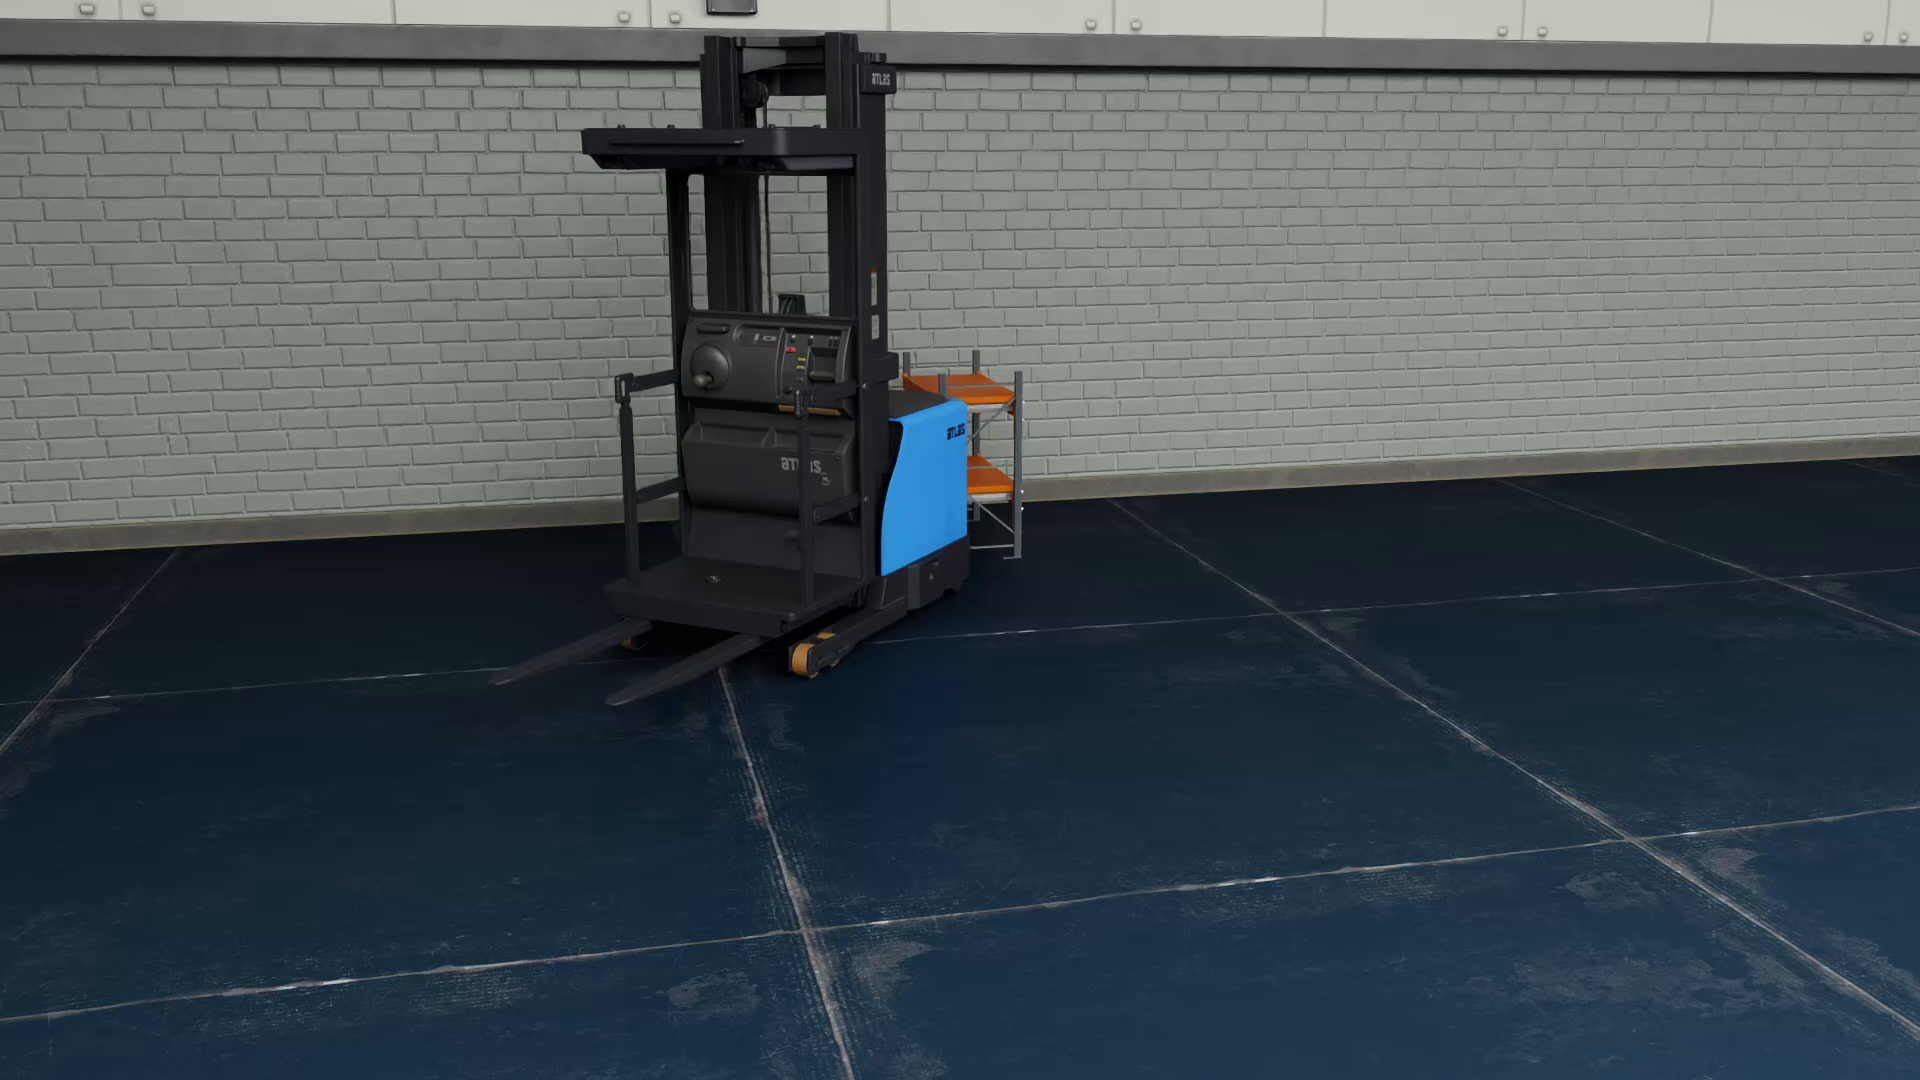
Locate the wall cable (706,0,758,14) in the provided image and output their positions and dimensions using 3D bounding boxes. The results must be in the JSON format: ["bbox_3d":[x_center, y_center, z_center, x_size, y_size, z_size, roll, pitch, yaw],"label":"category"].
[{"bbox_3d":[-0.433,-6.226,9.783,2.305,6.003,0.169,-3,14,-13],"label":"wall cable"}]

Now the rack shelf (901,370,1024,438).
[{"bbox_3d":[0.002,-0.829,10.218,0.538,0.278,1.000,-3,14,-13],"label":"rack shelf"}]

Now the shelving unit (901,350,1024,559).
[{"bbox_3d":[0.002,-0.545,10.287,0.538,1.125,1.048,-3,14,-13],"label":"shelving unit"}]

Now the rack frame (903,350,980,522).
[{"bbox_3d":[-0.118,-0.662,10.767,0.500,1.125,0.032,-3,14,-13],"label":"rack frame"}]

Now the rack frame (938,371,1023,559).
[{"bbox_3d":[0.121,-0.428,9.807,0.500,1.125,0.032,-3,14,-13],"label":"rack frame"}]

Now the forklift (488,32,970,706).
[{"bbox_3d":[-1.040,-0.895,7.915,1.130,2.935,3.031,7,15,25],"label":"forklift"}]

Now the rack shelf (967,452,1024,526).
[{"bbox_3d":[0.002,-0.307,10.345,0.538,0.278,1.000,-3,14,-13],"label":"rack shelf"}]
